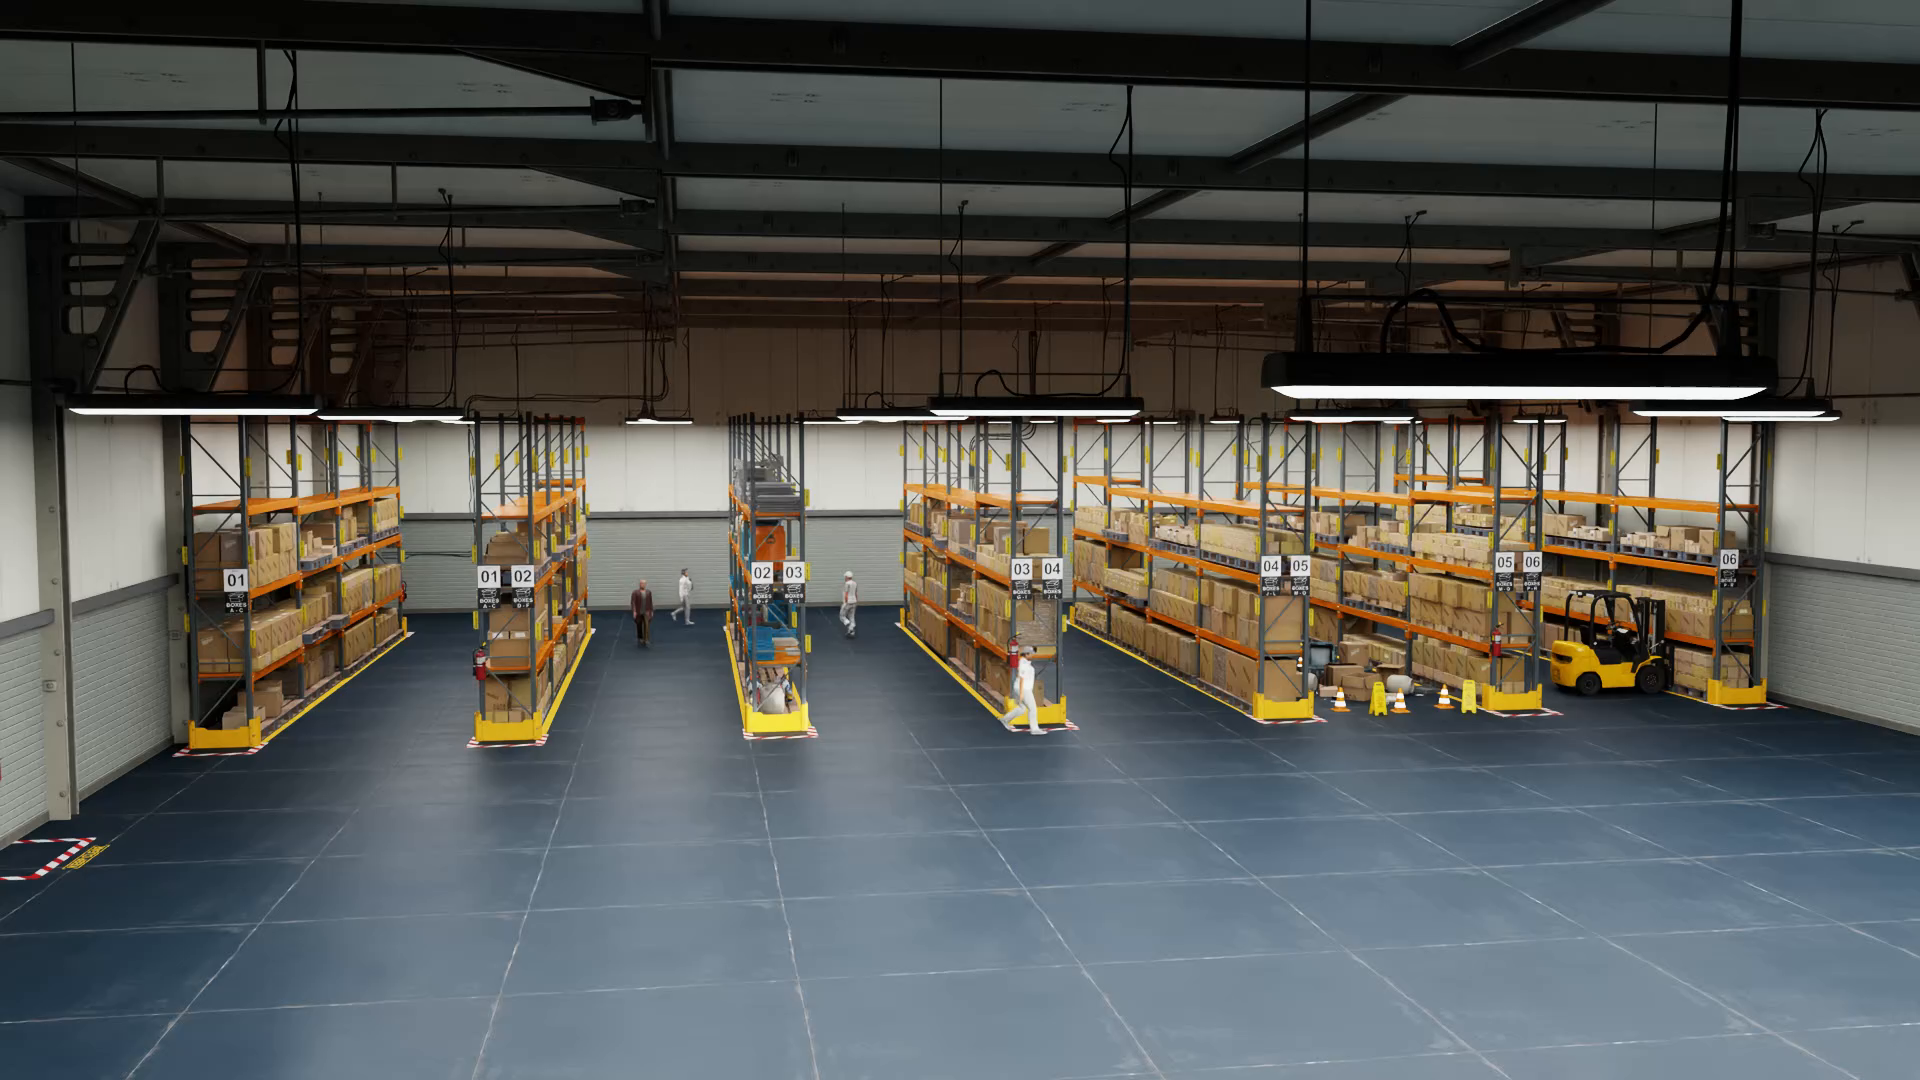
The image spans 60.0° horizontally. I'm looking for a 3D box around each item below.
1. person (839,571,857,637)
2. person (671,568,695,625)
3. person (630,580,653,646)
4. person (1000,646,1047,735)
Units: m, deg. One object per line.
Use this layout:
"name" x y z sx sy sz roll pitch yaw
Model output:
"person" -2.994 1.746 45.375 0.472 1.791 0.604 2 5 31
"person" -8.034 1.612 48.157 0.770 1.650 0.483 1 4 10
"person" -8.309 1.893 43.460 0.596 1.715 1.170 -1 4 -13
"person" 1.204 2.789 31.005 0.826 1.626 0.507 0 4 1
